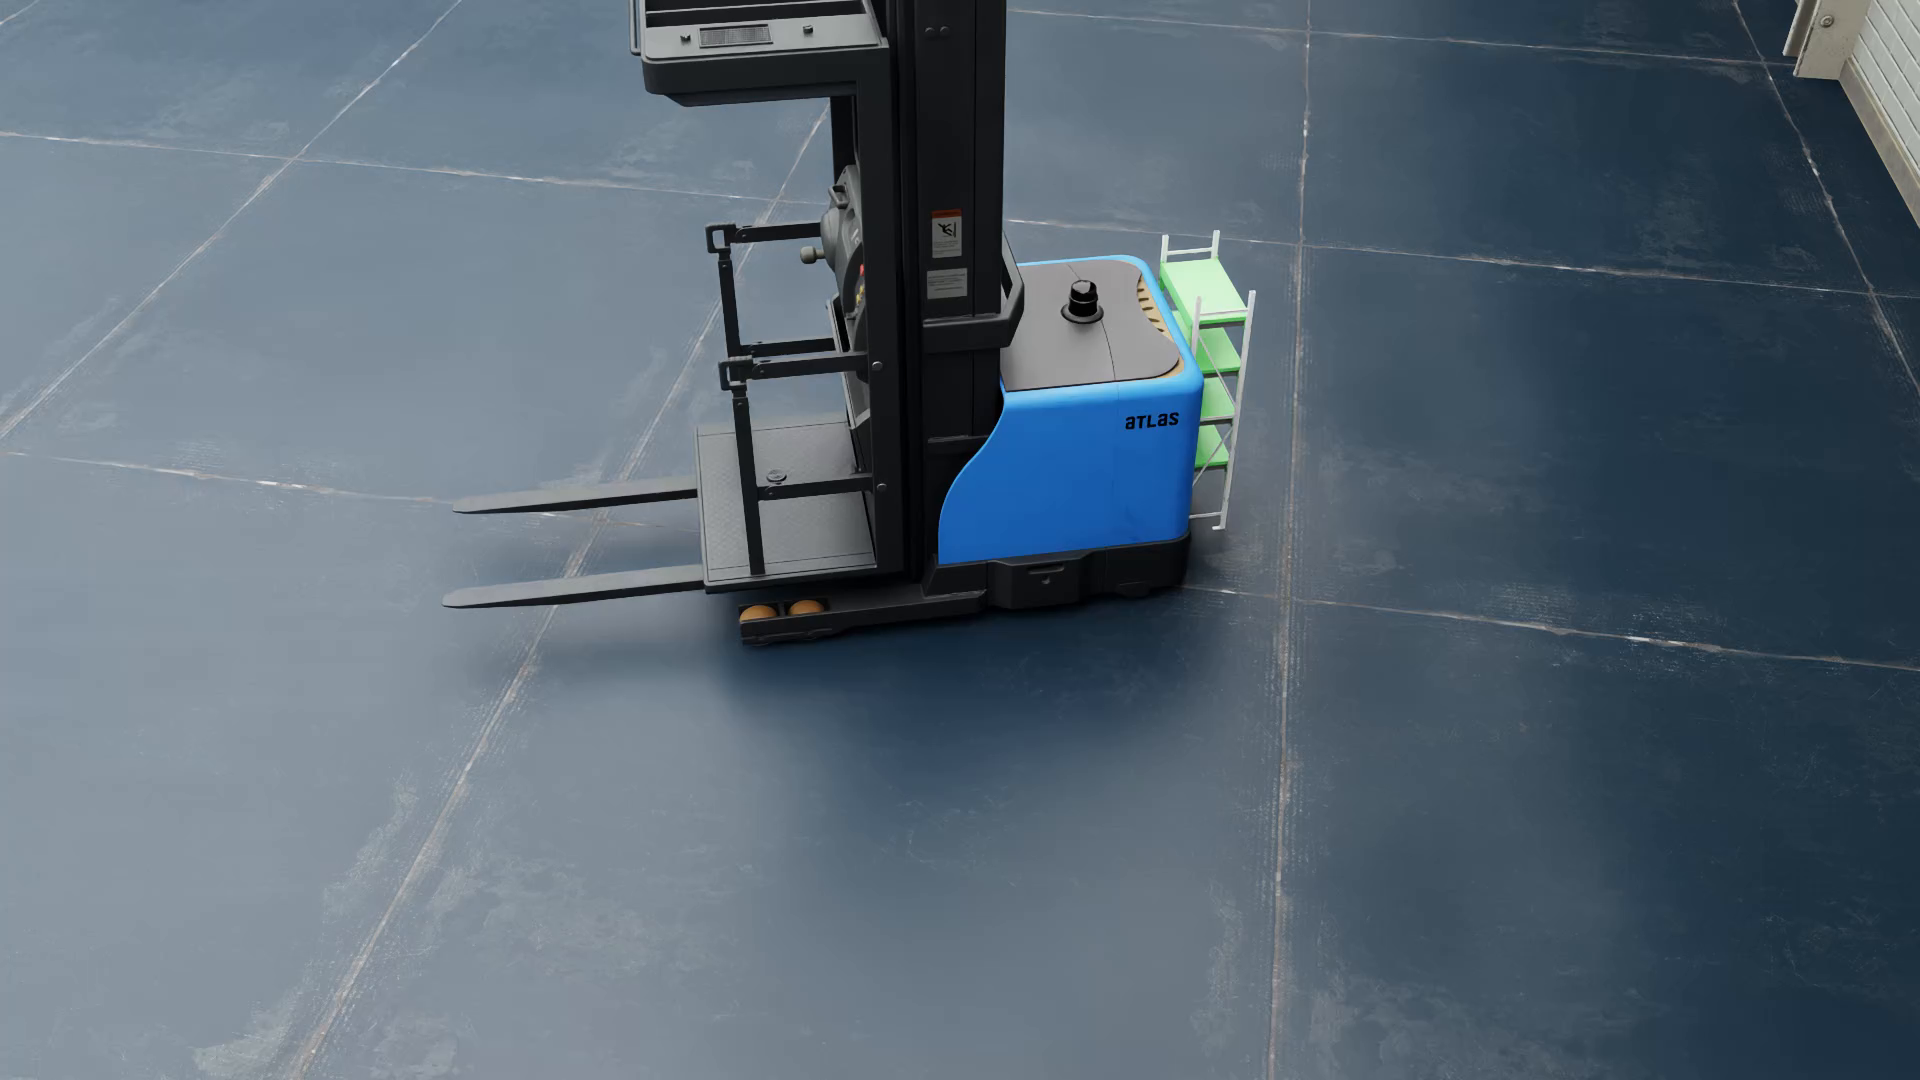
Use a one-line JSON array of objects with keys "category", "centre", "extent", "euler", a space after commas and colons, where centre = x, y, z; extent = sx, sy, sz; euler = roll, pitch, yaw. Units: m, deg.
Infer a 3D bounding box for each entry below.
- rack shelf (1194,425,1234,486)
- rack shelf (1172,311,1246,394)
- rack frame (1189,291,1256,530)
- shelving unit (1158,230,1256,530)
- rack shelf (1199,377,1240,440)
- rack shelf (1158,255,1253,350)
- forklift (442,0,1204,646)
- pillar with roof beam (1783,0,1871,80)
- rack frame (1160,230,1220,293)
[{"category": "rack shelf", "centre": [1.003, -0.422, 7.296], "extent": [0.258, 0.148, 0.480], "euler": [-6, 40, -8]}, {"category": "rack shelf", "centre": [1.003, -0.792, 6.990], "extent": [0.258, 0.148, 0.480], "euler": [-6, 40, -8]}, {"category": "rack frame", "centre": [1.045, -0.503, 6.917], "extent": [0.240, 1.200, 0.015], "euler": [-6, 40, -8]}, {"category": "shelving unit", "centre": [1.003, -0.656, 7.102], "extent": [0.258, 1.200, 0.503], "euler": [-6, 40, -8]}, {"category": "rack shelf", "centre": [1.003, -0.607, 7.143], "extent": [0.258, 0.148, 0.480], "euler": [-6, 40, -8]}, {"category": "rack shelf", "centre": [1.003, -0.977, 6.837], "extent": [0.258, 0.148, 0.480], "euler": [-6, 40, -8]}, {"category": "forklift", "centre": [-0.614, -1.065, 6.238], "extent": [3.031, 2.935, 1.130], "euler": [-6, 40, -7]}, {"category": "pillar with roof beam", "centre": [1.436, -7.098, 8.773], "extent": [9.100, 9.000, 0.400], "euler": [6, 40, 8]}, {"category": "rack frame", "centre": [0.961, -0.810, 7.288], "extent": [0.240, 1.200, 0.015], "euler": [-6, 40, -8]}]
